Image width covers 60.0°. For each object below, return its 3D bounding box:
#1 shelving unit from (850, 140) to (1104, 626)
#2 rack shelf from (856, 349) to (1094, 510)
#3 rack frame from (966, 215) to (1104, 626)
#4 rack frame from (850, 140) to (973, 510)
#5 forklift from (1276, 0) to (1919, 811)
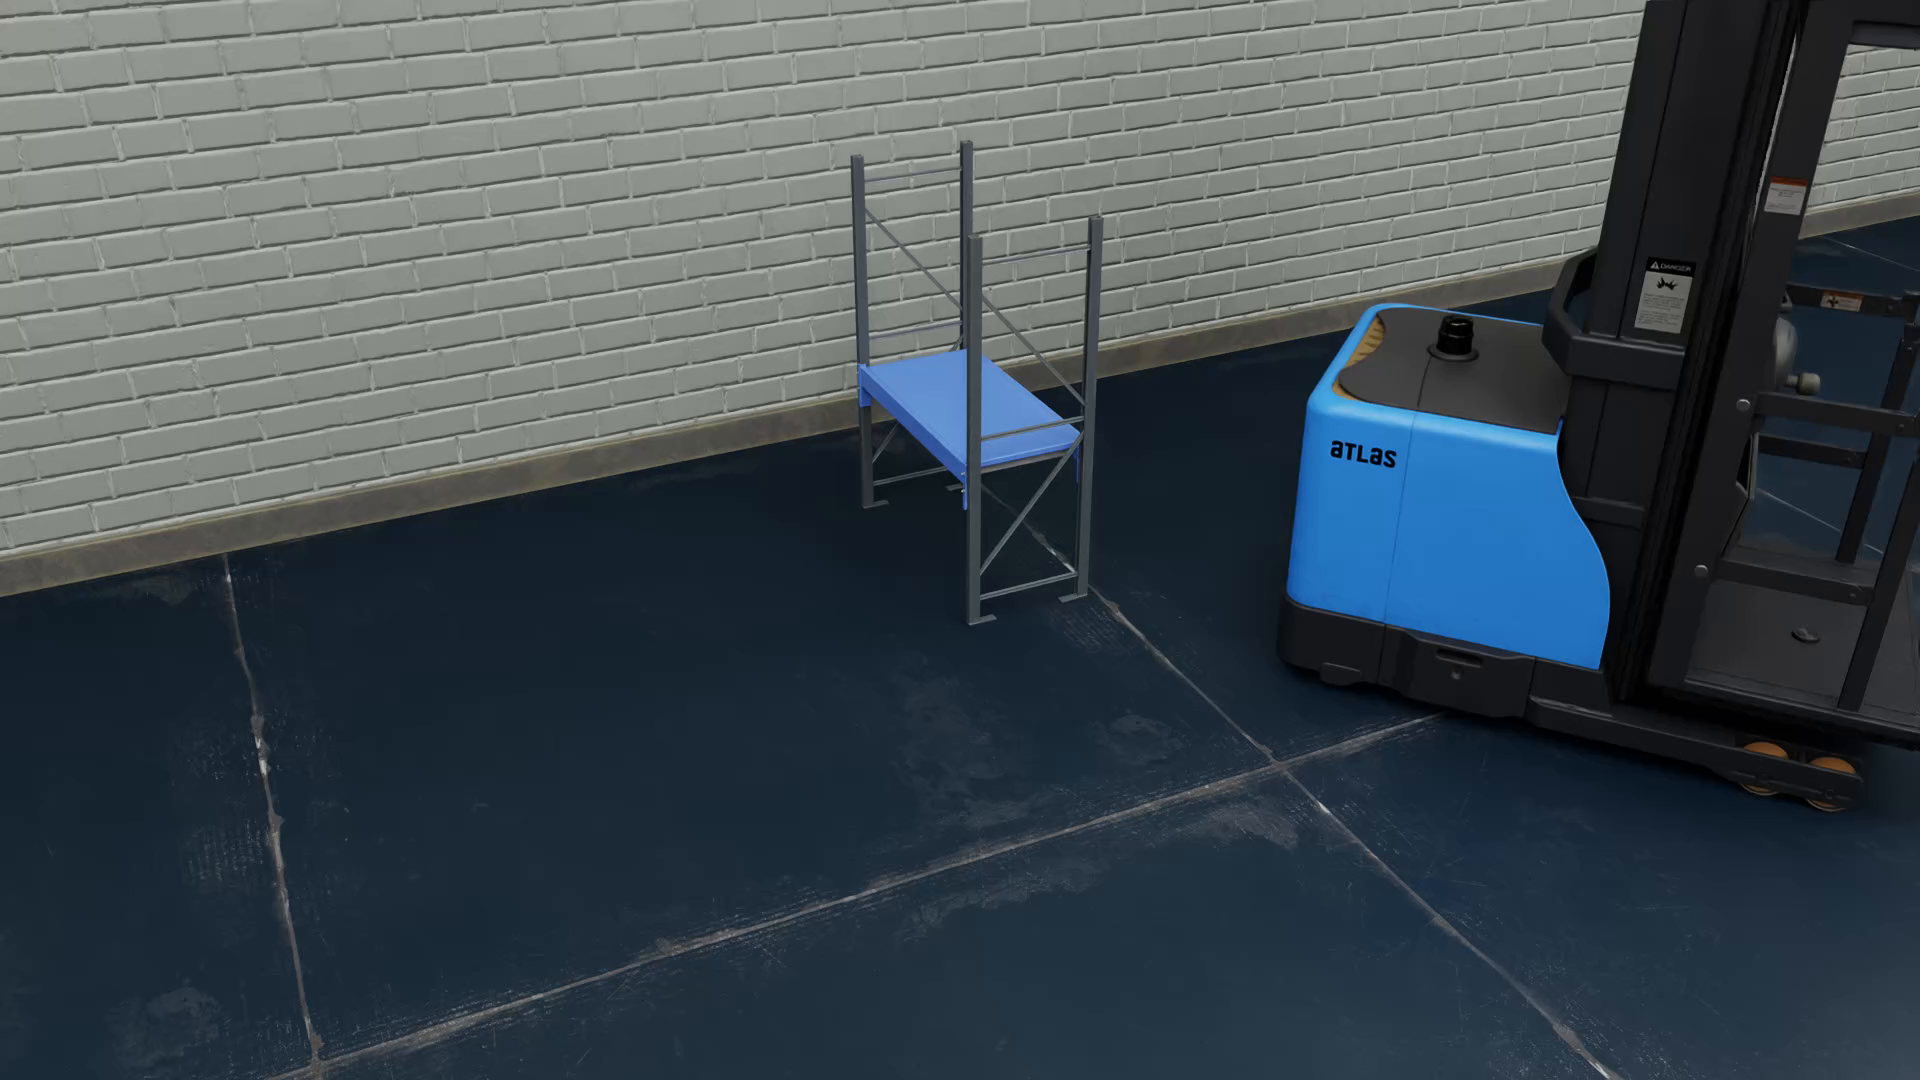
[{"bbox_3d":[0.037,-0.616,6.316,0.538,1.500,1.048,-13,32,-22],"label":"shelving unit"},{"bbox_3d":[0.037,-0.460,6.404,0.538,0.185,1.000,-13,32,-22],"label":"rack shelf"},{"bbox_3d":[0.255,-0.392,5.916,0.500,1.500,0.032,-13,32,-22],"label":"rack frame"},{"bbox_3d":[-0.182,-0.841,6.716,0.500,1.500,0.032,-13,32,-22],"label":"rack frame"},{"bbox_3d":[2.683,-0.723,5.042,3.031,2.935,1.130,12,32,21],"label":"forklift"}]
